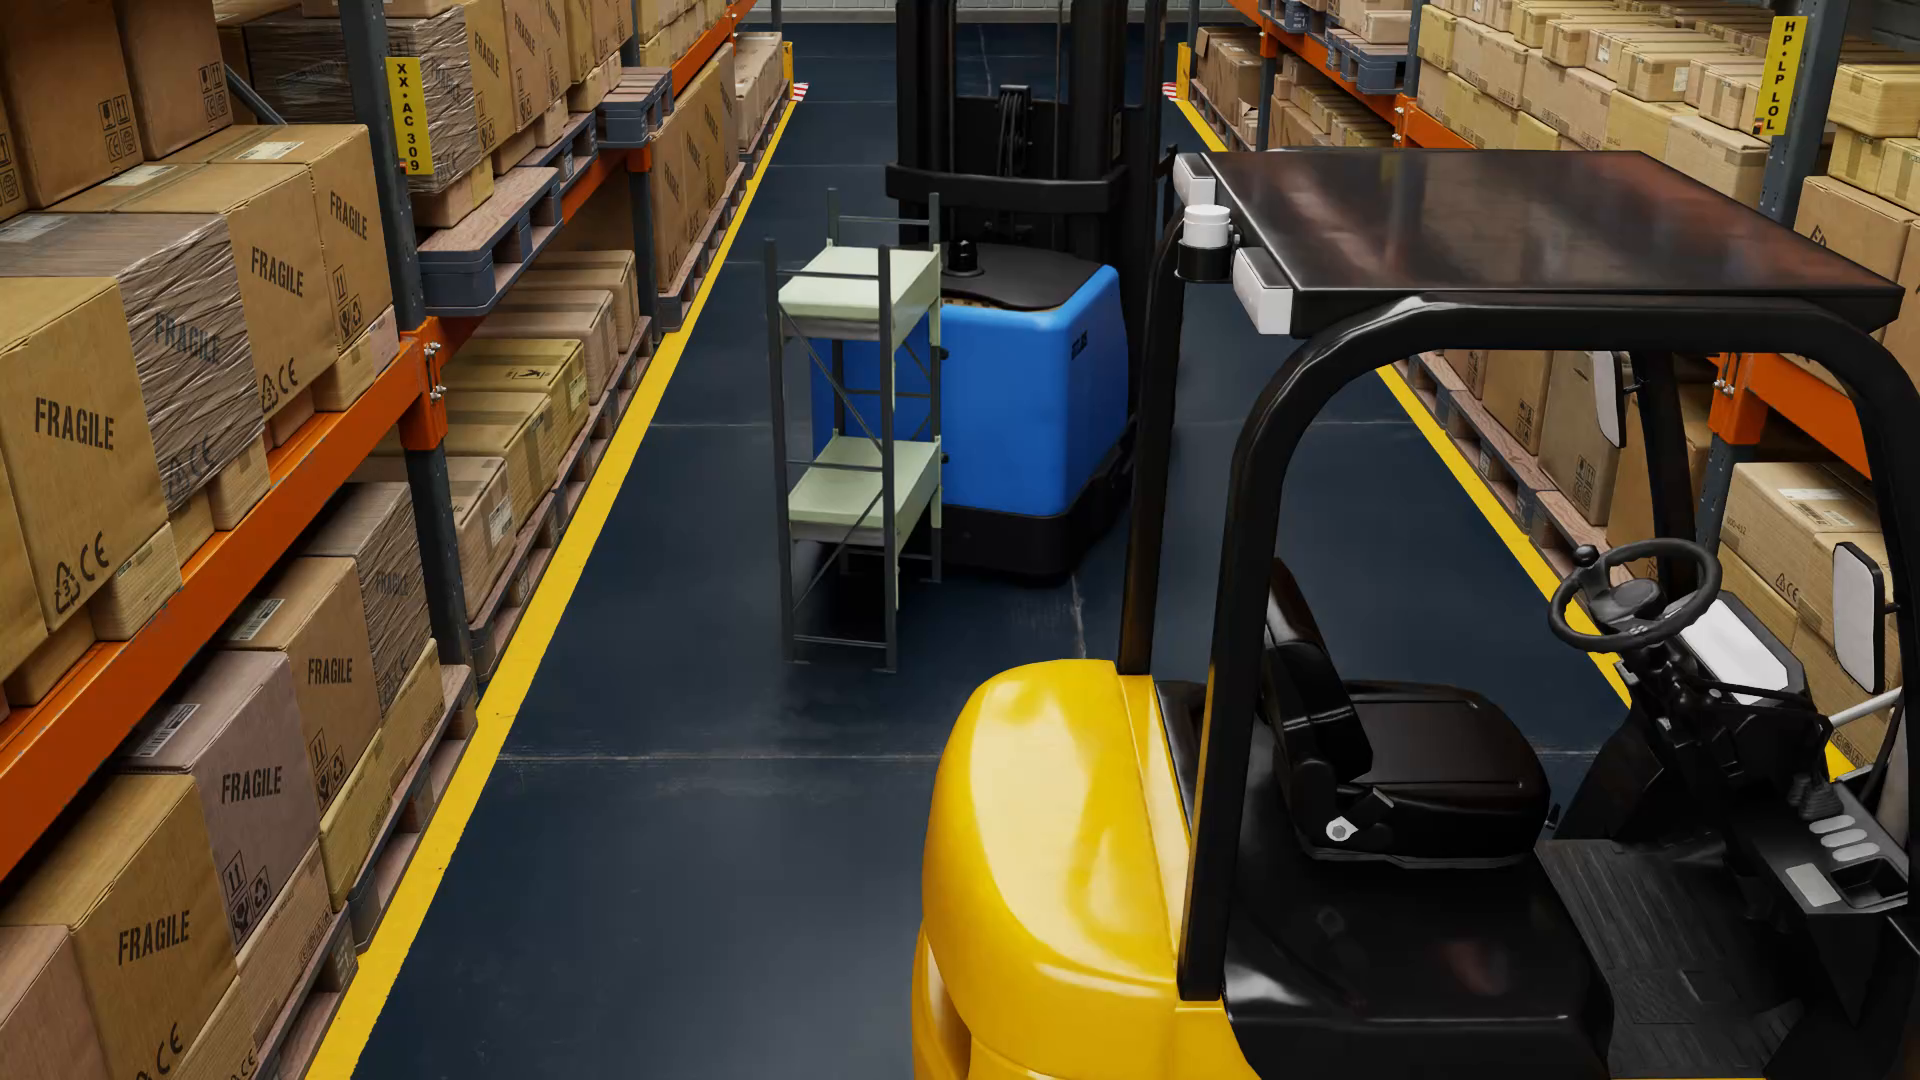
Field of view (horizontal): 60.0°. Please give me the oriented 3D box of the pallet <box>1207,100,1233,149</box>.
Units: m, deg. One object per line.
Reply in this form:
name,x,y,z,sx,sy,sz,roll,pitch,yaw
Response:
pallet,2.748,-3.636,14.534,1.003,0.211,1.213,0,24,-1

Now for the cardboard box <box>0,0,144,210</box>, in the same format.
cardboard box,-2.333,-1.043,3.721,0.700,0.500,0.500,0,24,0

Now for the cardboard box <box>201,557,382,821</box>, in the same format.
cardboard box,-1.823,0.373,4.203,0.500,0.500,0.500,0,24,0

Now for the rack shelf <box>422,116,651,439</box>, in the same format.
rack shelf,-2.127,-1.296,6.848,1.077,0.370,4.000,0,24,-1

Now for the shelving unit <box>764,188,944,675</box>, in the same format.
shelving unit,-0.341,-0.387,5.785,0.431,1.500,0.755,5,25,10

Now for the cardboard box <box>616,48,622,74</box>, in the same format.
cardboard box,-1.834,-2.280,7.947,0.380,0.149,0.250,0,24,0

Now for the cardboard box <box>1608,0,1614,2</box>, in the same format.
cardboard box,3.077,-2.465,7.652,0.380,0.149,0.250,0,24,-1

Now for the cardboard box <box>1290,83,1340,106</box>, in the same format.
cardboard box,2.589,-3.205,11.933,0.380,0.149,0.250,-1,24,-2

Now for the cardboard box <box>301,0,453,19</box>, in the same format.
cardboard box,-1.756,-1.663,5.008,0.380,0.149,0.250,0,24,-1

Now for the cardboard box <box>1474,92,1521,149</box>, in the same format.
cardboard box,2.588,-1.800,7.271,0.500,0.250,0.500,-1,24,-2

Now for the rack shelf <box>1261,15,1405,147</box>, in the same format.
rack shelf,2.793,-2.968,10.545,1.077,0.370,4.000,0,24,-1

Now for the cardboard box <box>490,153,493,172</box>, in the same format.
cardboard box,-1.869,-1.325,5.835,0.380,0.149,0.250,1,24,3

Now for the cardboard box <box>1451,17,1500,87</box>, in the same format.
cardboard box,2.580,-2.241,7.640,0.500,0.250,0.500,0,24,1

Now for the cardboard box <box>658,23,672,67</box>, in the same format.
cardboard box,-1.926,-2.794,9.469,0.500,0.250,0.500,-1,24,-2

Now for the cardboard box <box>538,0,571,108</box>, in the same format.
cardboard box,-1.837,-1.988,6.514,0.500,0.500,0.500,-1,24,-3

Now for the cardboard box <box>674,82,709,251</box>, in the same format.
cardboard box,-2.079,-2.324,10.316,0.875,0.875,0.875,0,24,0

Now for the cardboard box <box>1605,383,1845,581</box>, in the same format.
cardboard box,2.841,-0.148,5.808,0.875,0.625,0.625,1,24,2

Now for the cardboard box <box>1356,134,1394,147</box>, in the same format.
cardboard box,2.606,-2.352,10.047,0.380,0.149,0.250,0,24,1

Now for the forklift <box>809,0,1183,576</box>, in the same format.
forklift,0.373,-1.783,7.135,1.130,2.935,3.031,8,26,17

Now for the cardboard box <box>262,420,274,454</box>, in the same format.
cardboard box,-1.873,-0.241,3.947,0.380,0.149,0.250,-1,24,-1

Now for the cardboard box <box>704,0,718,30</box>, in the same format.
cardboard box,-1.931,-3.634,11.327,0.500,0.250,0.500,-1,24,-1

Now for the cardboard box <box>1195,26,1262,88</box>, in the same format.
cardboard box,2.639,-4.570,15.733,0.797,0.503,0.637,-1,24,-3

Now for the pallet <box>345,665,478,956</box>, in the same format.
pallet,-2.062,0.748,4.841,1.003,0.211,1.213,0,24,-1

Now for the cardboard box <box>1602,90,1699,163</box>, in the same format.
cardboard box,2.585,-1.396,5.772,0.500,0.250,0.500,-1,24,-2

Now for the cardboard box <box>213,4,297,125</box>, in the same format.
cardboard box,-2.339,-1.361,5.128,0.500,0.500,0.500,-1,24,-2

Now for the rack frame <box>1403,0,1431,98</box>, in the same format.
rack frame,2.815,-2.472,8.575,1.000,3.000,0.127,0,24,-1

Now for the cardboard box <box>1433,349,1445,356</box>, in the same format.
cardboard box,2.808,-1.324,8.409,0.875,0.625,0.625,1,24,1

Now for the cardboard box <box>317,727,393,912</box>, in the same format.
cardboard box,-1.814,0.724,4.337,0.500,0.250,0.500,-1,24,-2

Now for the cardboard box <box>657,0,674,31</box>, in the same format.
cardboard box,-1.912,-3.030,9.385,0.500,0.250,0.500,0,24,1

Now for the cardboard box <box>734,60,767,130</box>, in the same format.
cardboard box,-2.102,-3.748,13.997,0.875,0.438,0.875,-1,24,-2

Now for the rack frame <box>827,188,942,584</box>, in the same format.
rack frame,-0.268,-0.535,6.112,0.400,1.500,0.023,5,25,10

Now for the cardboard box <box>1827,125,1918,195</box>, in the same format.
cardboard box,2.599,-1.032,4.483,0.380,0.149,0.250,-1,24,-1

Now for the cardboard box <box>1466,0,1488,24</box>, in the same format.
cardboard box,2.556,-2.464,7.650,0.380,0.149,0.250,0,24,1

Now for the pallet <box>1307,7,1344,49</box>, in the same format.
pallet,2.789,-3.185,10.386,1.003,0.211,1.213,0,24,-1

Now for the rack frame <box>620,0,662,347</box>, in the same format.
rack frame,-2.149,-2.448,8.522,1.000,3.000,0.127,0,24,-1

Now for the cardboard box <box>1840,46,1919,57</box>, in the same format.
cardboard box,3.093,-1.629,5.804,0.380,0.149,0.250,0,24,-1

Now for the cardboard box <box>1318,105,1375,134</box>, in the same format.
cardboard box,2.586,-2.781,10.995,0.380,0.149,0.250,1,24,1

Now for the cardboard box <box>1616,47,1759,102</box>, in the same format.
cardboard box,2.526,-1.619,5.782,0.380,0.149,0.250,-1,24,-2

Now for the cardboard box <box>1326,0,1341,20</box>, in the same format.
cardboard box,2.612,-3.382,9.952,0.797,0.503,0.637,-1,24,-2

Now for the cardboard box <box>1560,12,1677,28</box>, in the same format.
cardboard box,2.648,-2.041,6.715,0.380,0.149,0.250,0,24,-1

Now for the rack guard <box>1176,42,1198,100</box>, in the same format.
rack guard,2.728,-4.598,16.309,1.175,0.500,0.348,0,24,-1

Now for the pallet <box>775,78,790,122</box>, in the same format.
pallet,-2.149,-4.144,15.658,1.003,0.211,1.213,0,24,-1

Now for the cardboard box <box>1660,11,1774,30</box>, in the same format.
cardboard box,3.057,-2.047,6.728,0.380,0.149,0.250,0,24,1

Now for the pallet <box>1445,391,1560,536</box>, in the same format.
pallet,2.795,-0.360,7.290,1.003,0.211,1.213,0,24,-1

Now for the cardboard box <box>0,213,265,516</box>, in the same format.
cardboard box,-1.829,-0.373,3.452,0.500,0.500,0.500,0,24,1

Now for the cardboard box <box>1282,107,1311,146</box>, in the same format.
cardboard box,2.567,-2.753,11.720,0.500,0.500,0.500,-1,24,-1

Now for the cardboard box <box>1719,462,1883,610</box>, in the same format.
cardboard box,2.550,-0.017,4.761,0.500,0.250,0.500,-1,24,-1

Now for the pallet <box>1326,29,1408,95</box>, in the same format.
pallet,2.737,-2.663,9.231,1.213,0.211,1.003,0,24,-1

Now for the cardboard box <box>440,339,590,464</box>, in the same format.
cardboard box,-2.134,-0.592,7.099,0.950,0.372,0.625,1,24,1

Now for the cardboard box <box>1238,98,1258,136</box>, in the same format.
cardboard box,2.467,-3.441,13.526,0.396,0.266,0.258,1,24,1

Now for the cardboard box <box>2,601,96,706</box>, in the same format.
cardboard box,-1.826,0.180,3.017,0.380,0.149,0.250,-1,24,-2

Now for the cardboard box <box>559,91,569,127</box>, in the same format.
cardboard box,-1.814,-1.752,6.780,0.380,0.149,0.250,-1,24,-2
